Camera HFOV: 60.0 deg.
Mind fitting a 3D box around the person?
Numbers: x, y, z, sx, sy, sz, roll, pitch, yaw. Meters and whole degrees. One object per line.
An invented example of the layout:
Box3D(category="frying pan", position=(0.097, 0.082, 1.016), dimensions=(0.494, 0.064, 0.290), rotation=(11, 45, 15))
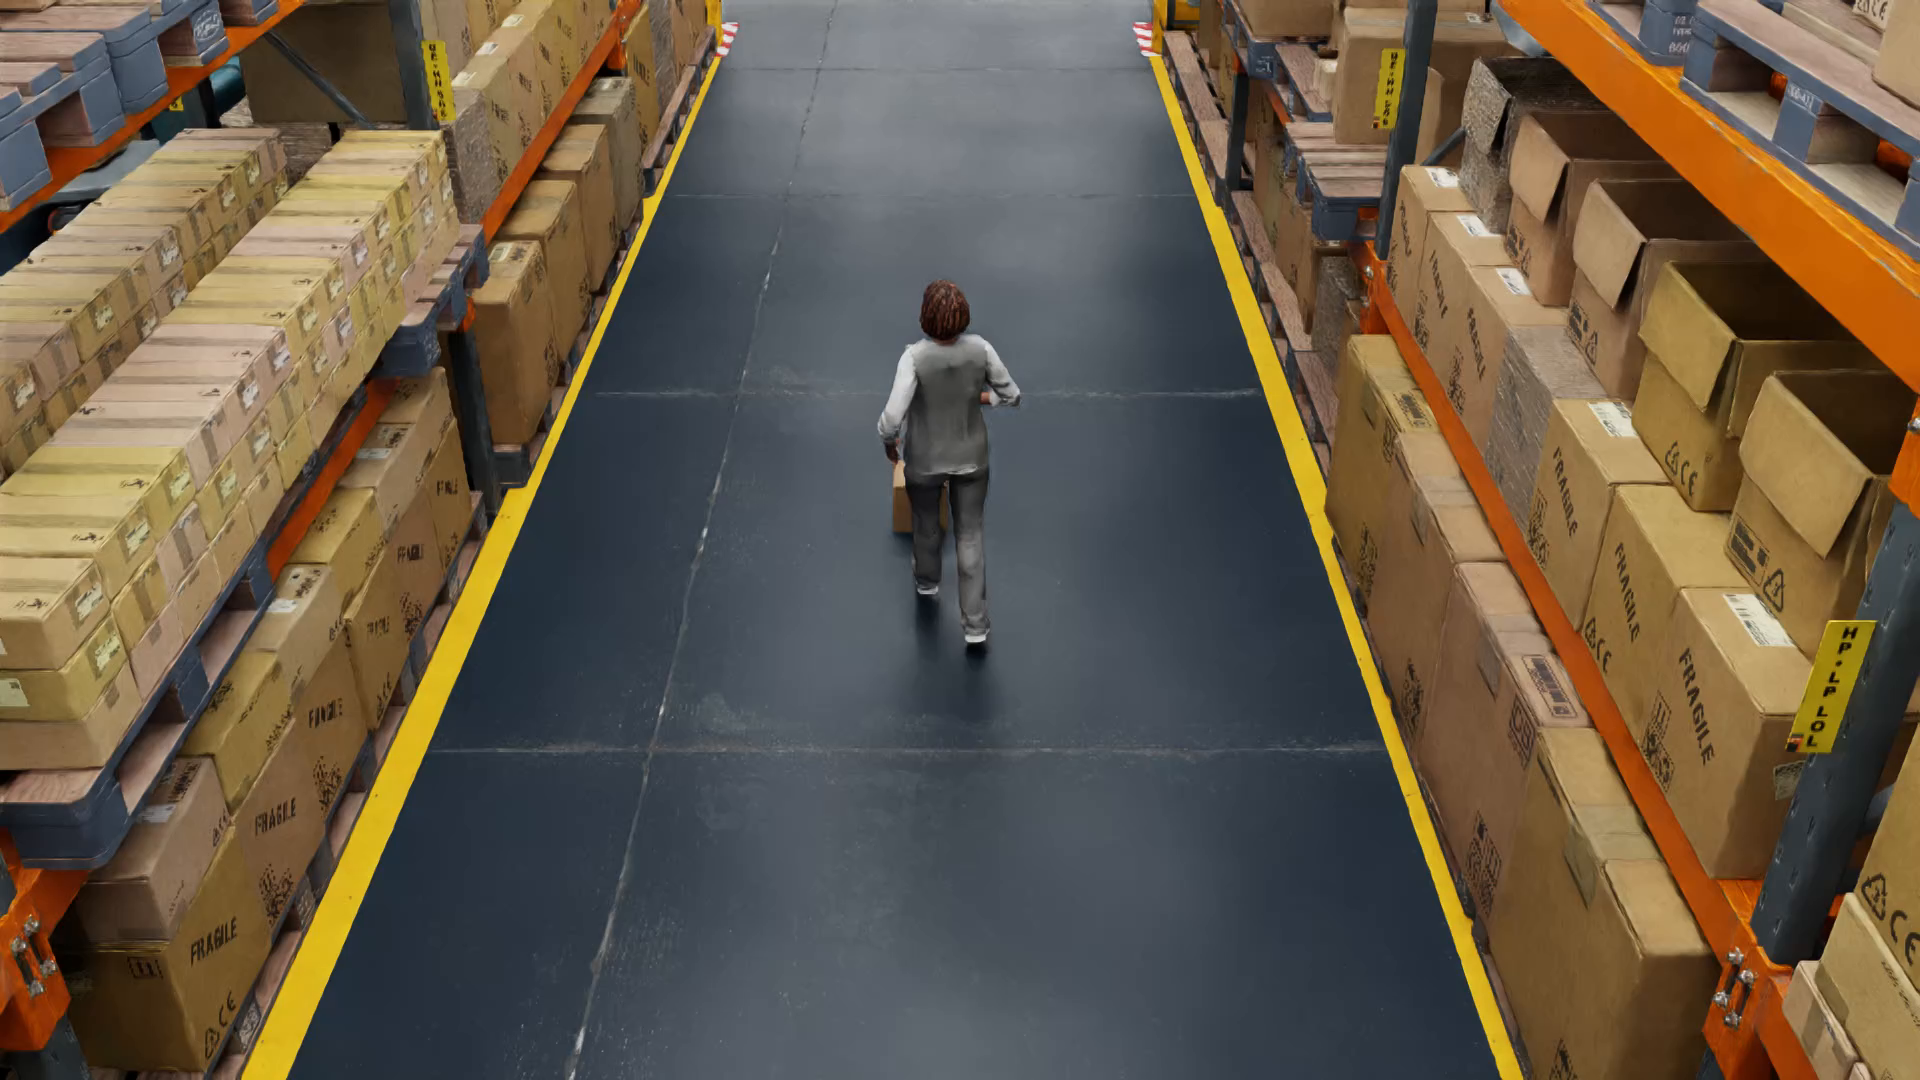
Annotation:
Box3D(category="person", position=(-0.080, -0.369, 6.714), dimensions=(0.551, 1.584, 0.700), rotation=(-7, 33, -11))
